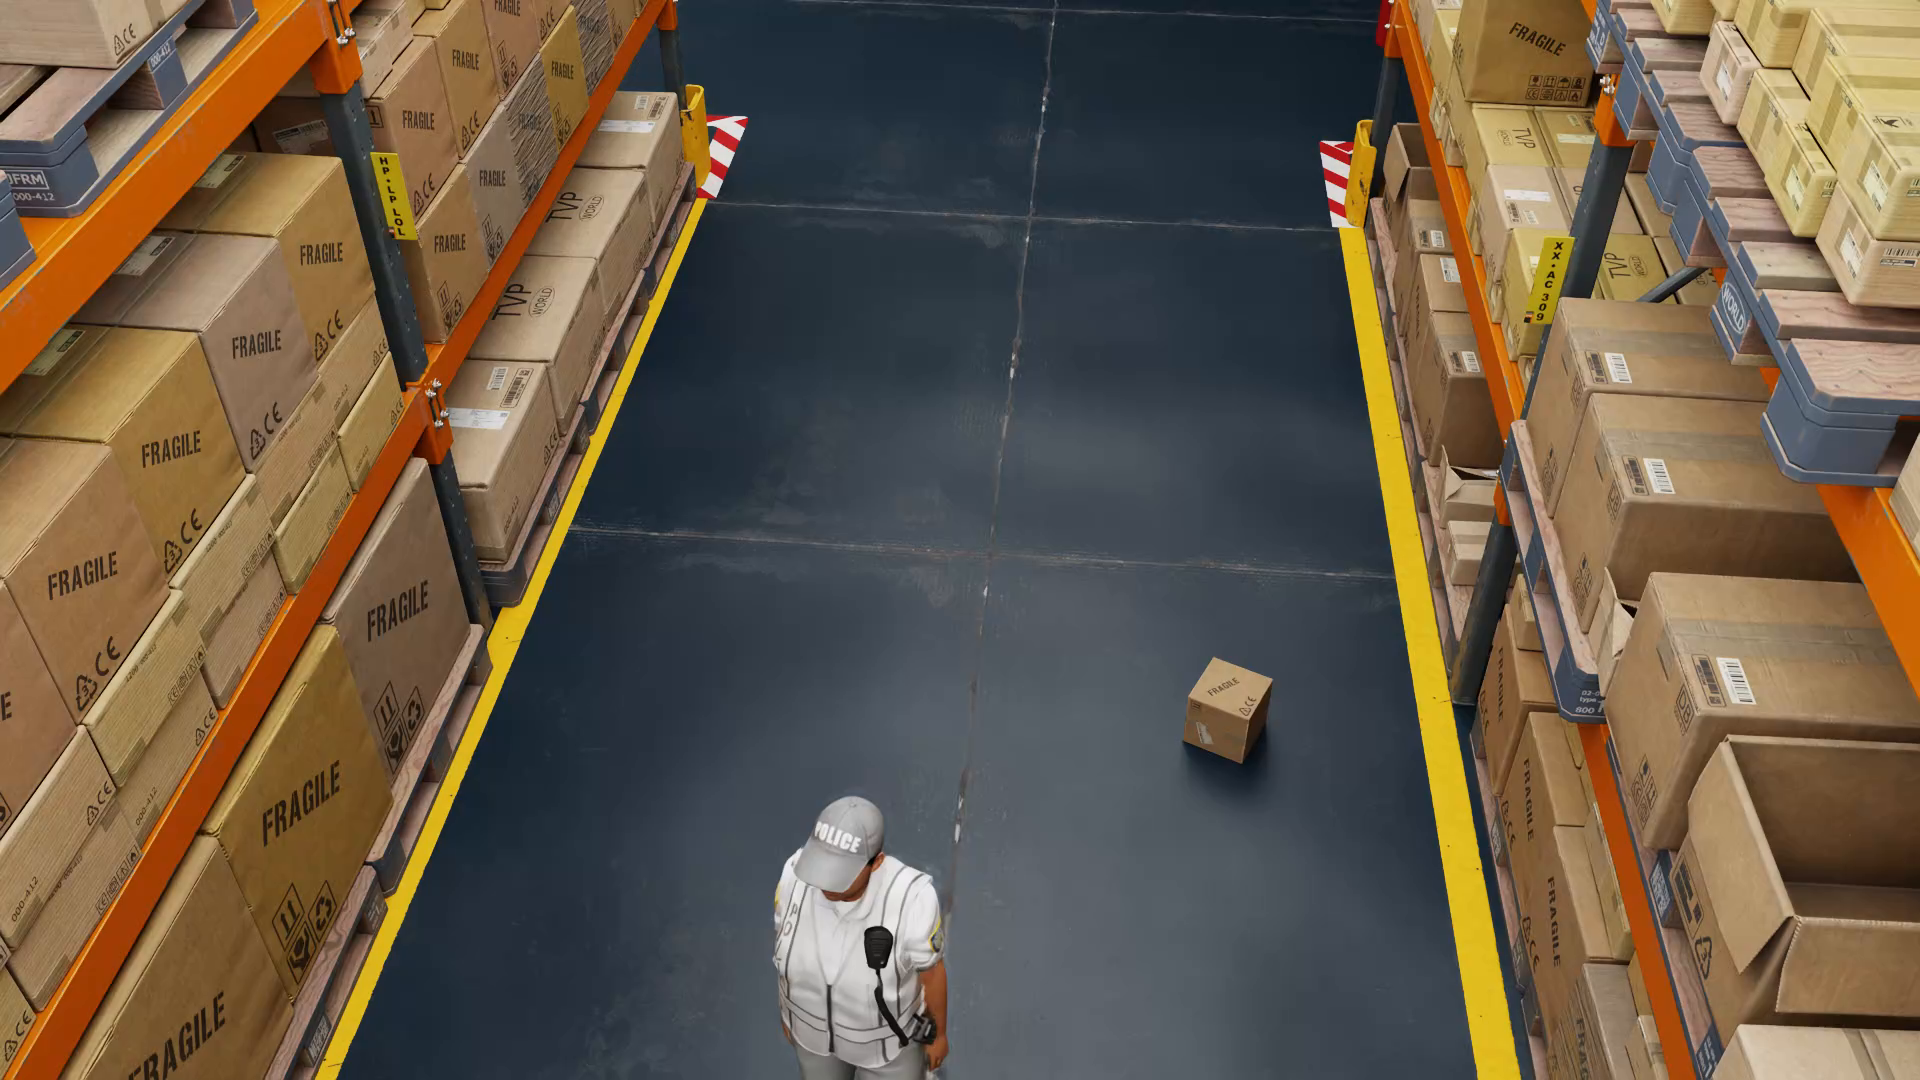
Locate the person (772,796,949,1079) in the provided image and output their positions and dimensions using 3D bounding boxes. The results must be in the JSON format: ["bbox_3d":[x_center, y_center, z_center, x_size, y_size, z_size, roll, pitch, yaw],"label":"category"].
[{"bbox_3d":[-0.285,1.313,4.563,0.488,1.658,0.457,13,42,15],"label":"person"}]
